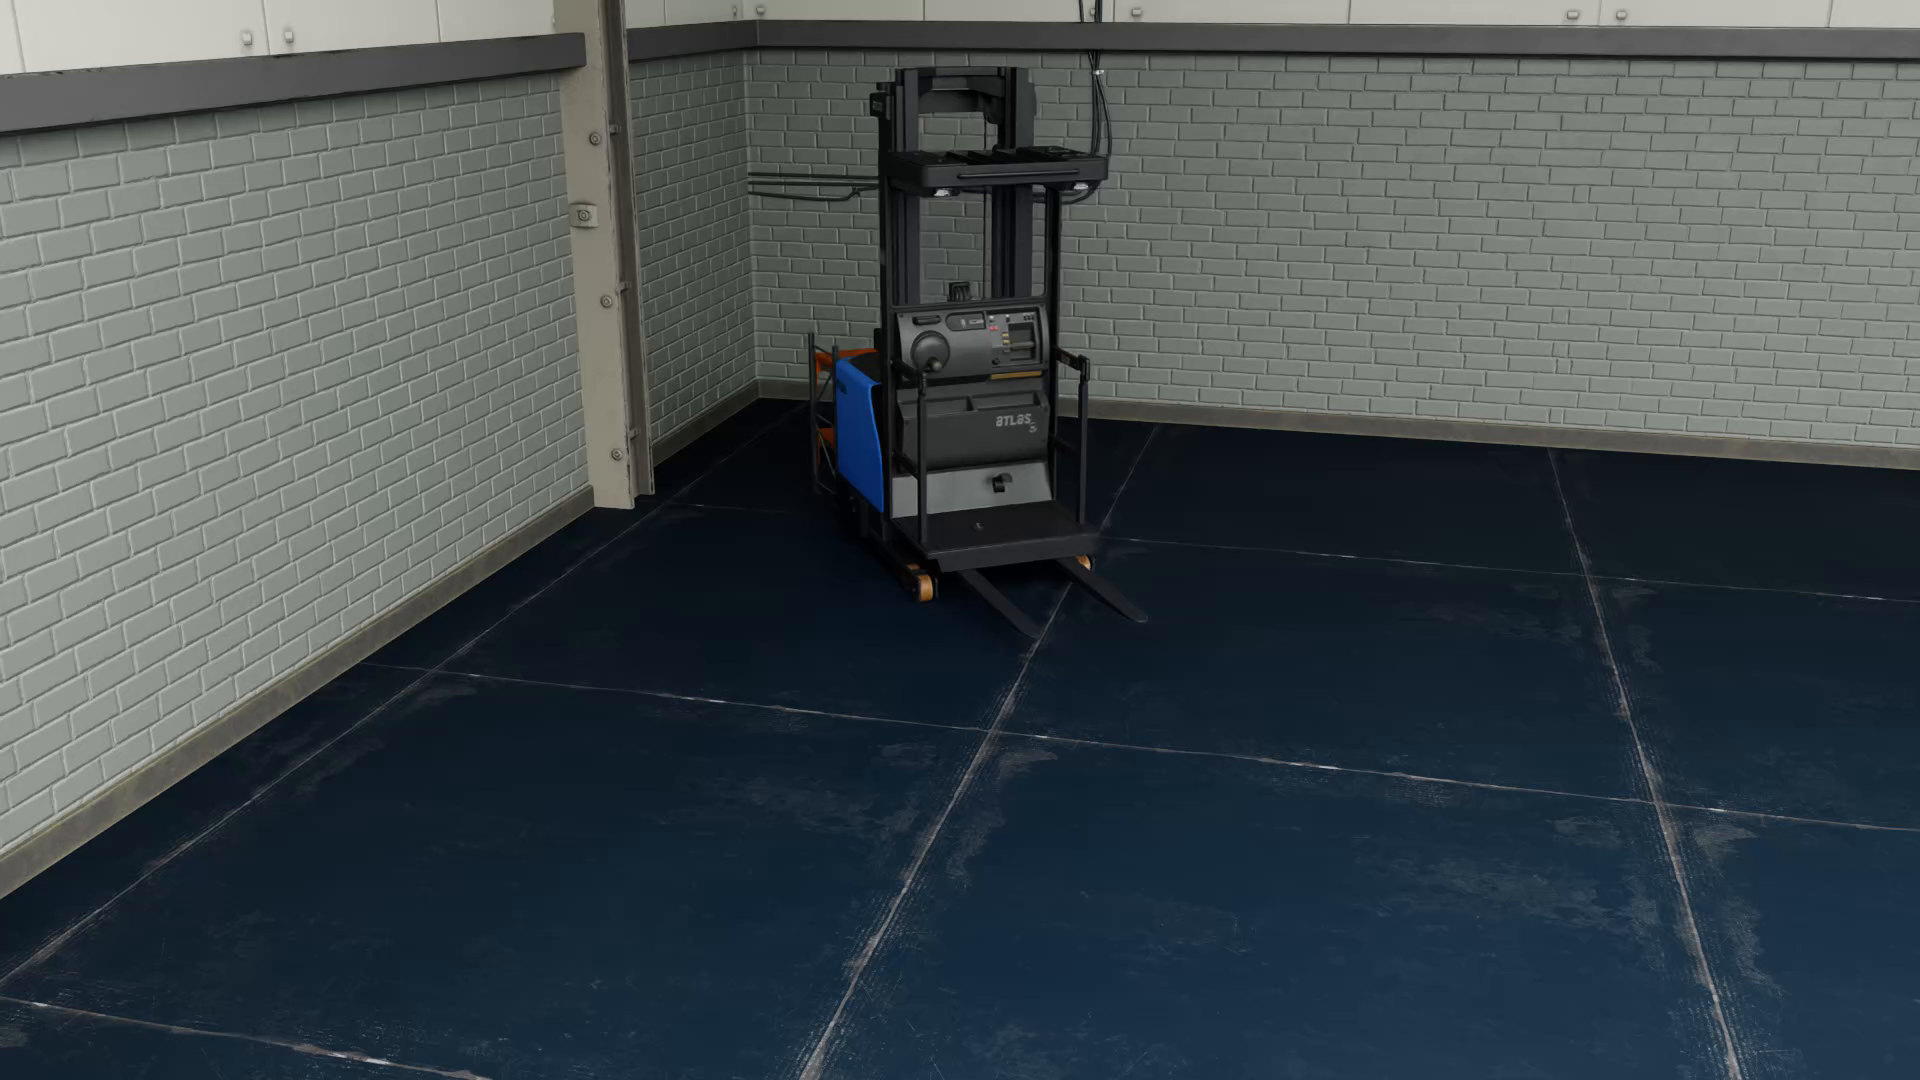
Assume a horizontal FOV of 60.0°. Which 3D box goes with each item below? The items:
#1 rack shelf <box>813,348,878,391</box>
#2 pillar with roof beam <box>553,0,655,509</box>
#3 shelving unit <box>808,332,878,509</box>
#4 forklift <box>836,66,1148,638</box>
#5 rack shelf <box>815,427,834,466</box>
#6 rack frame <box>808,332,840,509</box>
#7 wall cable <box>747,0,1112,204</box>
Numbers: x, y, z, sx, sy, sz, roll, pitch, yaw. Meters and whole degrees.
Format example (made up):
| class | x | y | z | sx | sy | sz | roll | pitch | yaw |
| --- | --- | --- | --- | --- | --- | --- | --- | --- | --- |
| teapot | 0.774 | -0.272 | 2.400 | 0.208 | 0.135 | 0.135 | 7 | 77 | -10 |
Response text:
| class | x | y | z | sx | sy | sz | roll | pitch | yaw |
| --- | --- | --- | --- | --- | --- | --- | --- | --- | --- |
| rack shelf | -0.459 | -1.161 | 11.442 | 1.000 | 0.278 | 0.538 | -9 | 21 | -24 |
| pillar with roof beam | 1.841 | -4.201 | 9.065 | 9.100 | 9.000 | 0.400 | 5 | 19 | 13 |
| shelving unit | -0.459 | -0.884 | 11.537 | 1.048 | 1.125 | 0.538 | -9 | 21 | -24 |
| forklift | 0.157 | -1.174 | 9.591 | 1.130 | 2.935 | 3.031 | -7 | 20 | -19 |
| rack shelf | -0.459 | -0.653 | 11.616 | 1.000 | 0.278 | 0.538 | -9 | 21 | -24 |
| rack frame | -0.920 | -0.815 | 11.332 | 0.032 | 1.125 | 0.500 | -9 | 21 | -24 |
| wall cable | -0.332 | -3.891 | 12.960 | 3.097 | 2.526 | 0.112 | 5 | 19 | 13 |
